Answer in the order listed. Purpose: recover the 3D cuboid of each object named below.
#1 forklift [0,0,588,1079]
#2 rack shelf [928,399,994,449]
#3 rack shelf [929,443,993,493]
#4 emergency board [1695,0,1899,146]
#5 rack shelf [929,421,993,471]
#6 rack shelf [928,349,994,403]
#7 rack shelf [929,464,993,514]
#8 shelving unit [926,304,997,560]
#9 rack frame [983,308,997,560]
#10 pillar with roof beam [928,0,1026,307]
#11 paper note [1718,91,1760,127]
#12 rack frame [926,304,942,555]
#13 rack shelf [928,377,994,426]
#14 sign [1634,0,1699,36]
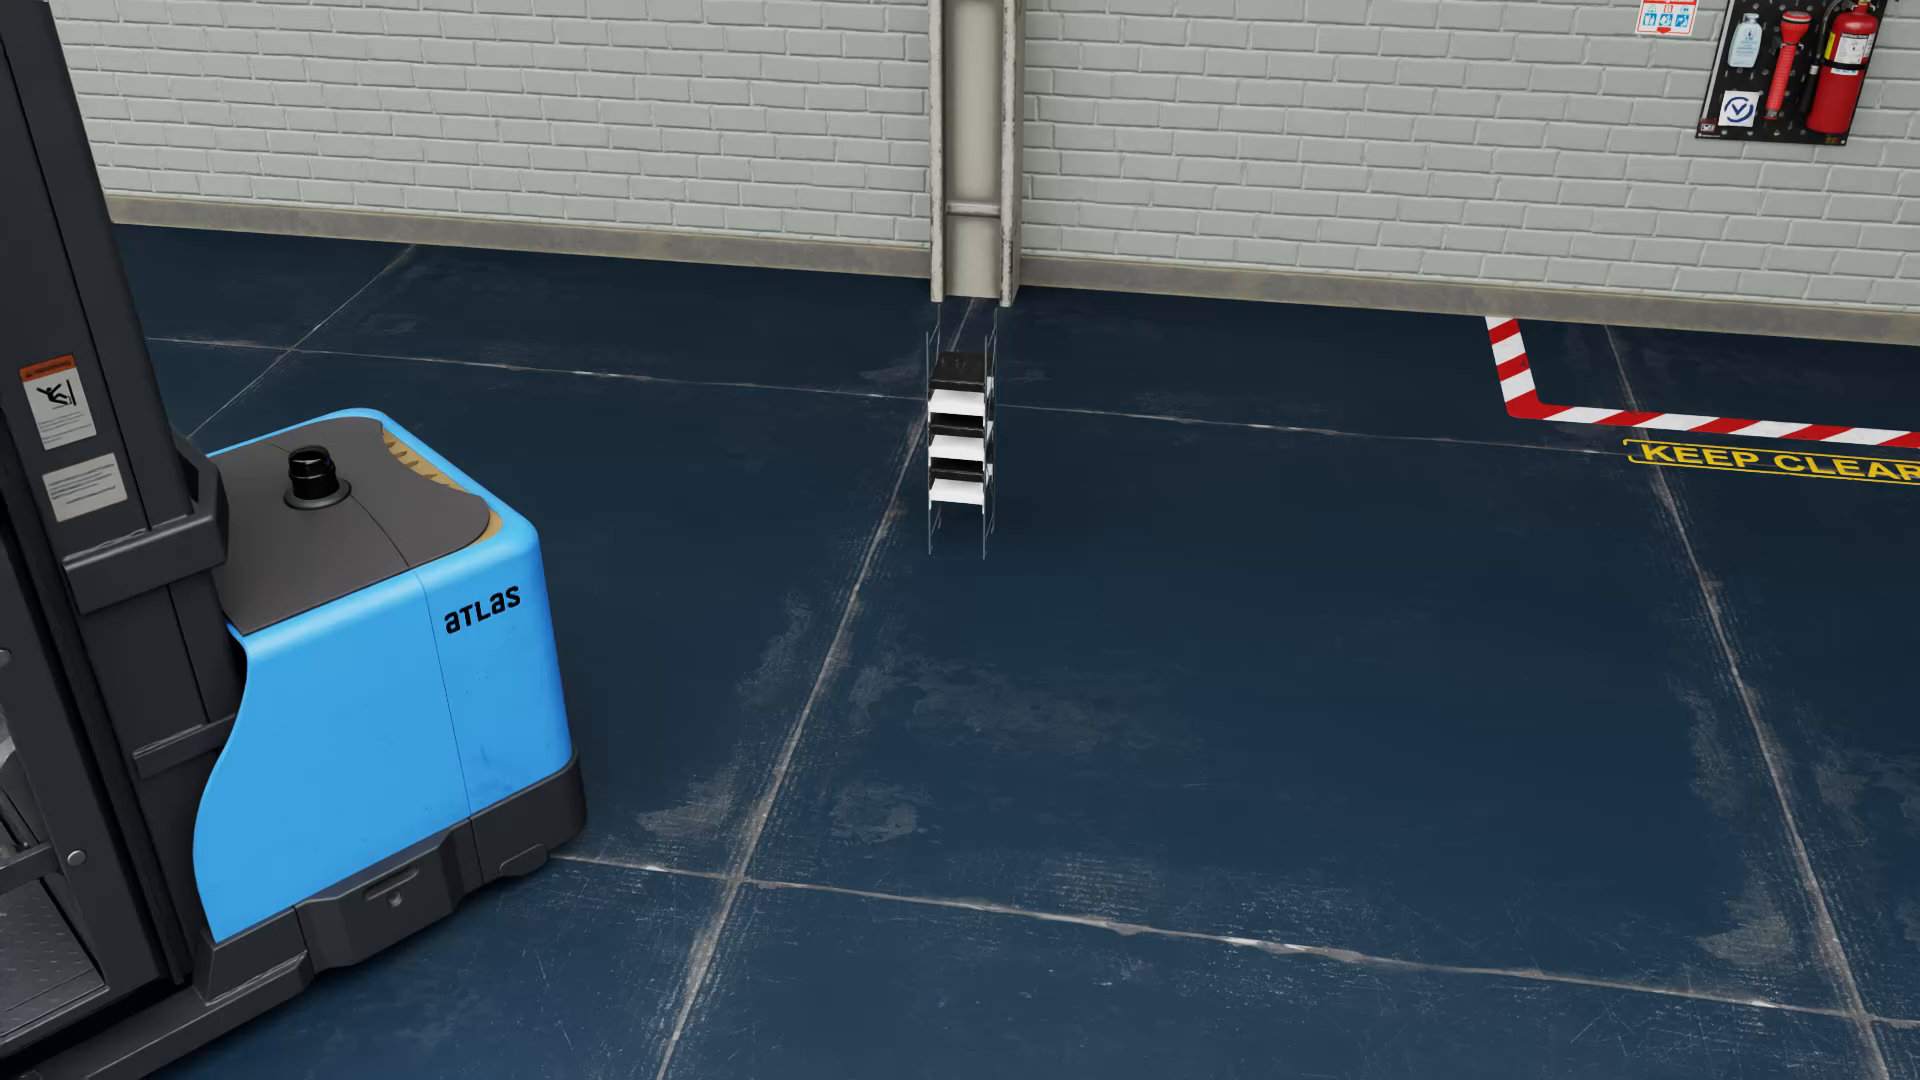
[{"bbox_3d":[-2.505,-0.025,3.527,3.031,2.935,1.130,-26,40,-35],"label":"forklift"},{"bbox_3d":[0.008,-0.429,5.980,0.200,0.077,0.258,5,32,8],"label":"rack shelf"},{"bbox_3d":[0.008,-0.276,6.076,0.200,0.077,0.258,5,32,8],"label":"rack shelf"},{"bbox_3d":[3.564,-2.204,6.944,0.643,1.169,0.194,5,32,8],"label":"emergency board"},{"bbox_3d":[0.008,-0.352,6.028,0.200,0.077,0.258,5,32,8],"label":"rack shelf"},{"bbox_3d":[0.008,-0.581,5.884,0.200,0.077,0.258,5,32,8],"label":"rack shelf"},{"bbox_3d":[0.008,-0.200,6.123,0.200,0.077,0.258,5,32,8],"label":"rack shelf"},{"bbox_3d":[0.008,-0.381,6.010,0.210,0.900,0.258,5,32,8],"label":"shelving unit"},{"bbox_3d":[0.108,-0.372,5.996,0.006,0.900,0.240,5,32,8],"label":"rack frame"},{"bbox_3d":[-0.645,-2.790,2.226,0.400,9.000,9.100,5,32,8],"label":"pillar with roof beam"},{"bbox_3d":[3.401,-1.882,7.260,0.142,0.148,0.016,5,32,8],"label":"paper note"},{"bbox_3d":[-0.092,-0.390,6.025,0.006,0.900,0.240,5,32,8],"label":"rack frame"},{"bbox_3d":[0.008,-0.505,5.932,0.200,0.077,0.258,5,32,8],"label":"rack shelf"},{"bbox_3d":[3.036,-2.322,7.099,0.234,0.329,0.001,5,32,8],"label":"sign"}]
